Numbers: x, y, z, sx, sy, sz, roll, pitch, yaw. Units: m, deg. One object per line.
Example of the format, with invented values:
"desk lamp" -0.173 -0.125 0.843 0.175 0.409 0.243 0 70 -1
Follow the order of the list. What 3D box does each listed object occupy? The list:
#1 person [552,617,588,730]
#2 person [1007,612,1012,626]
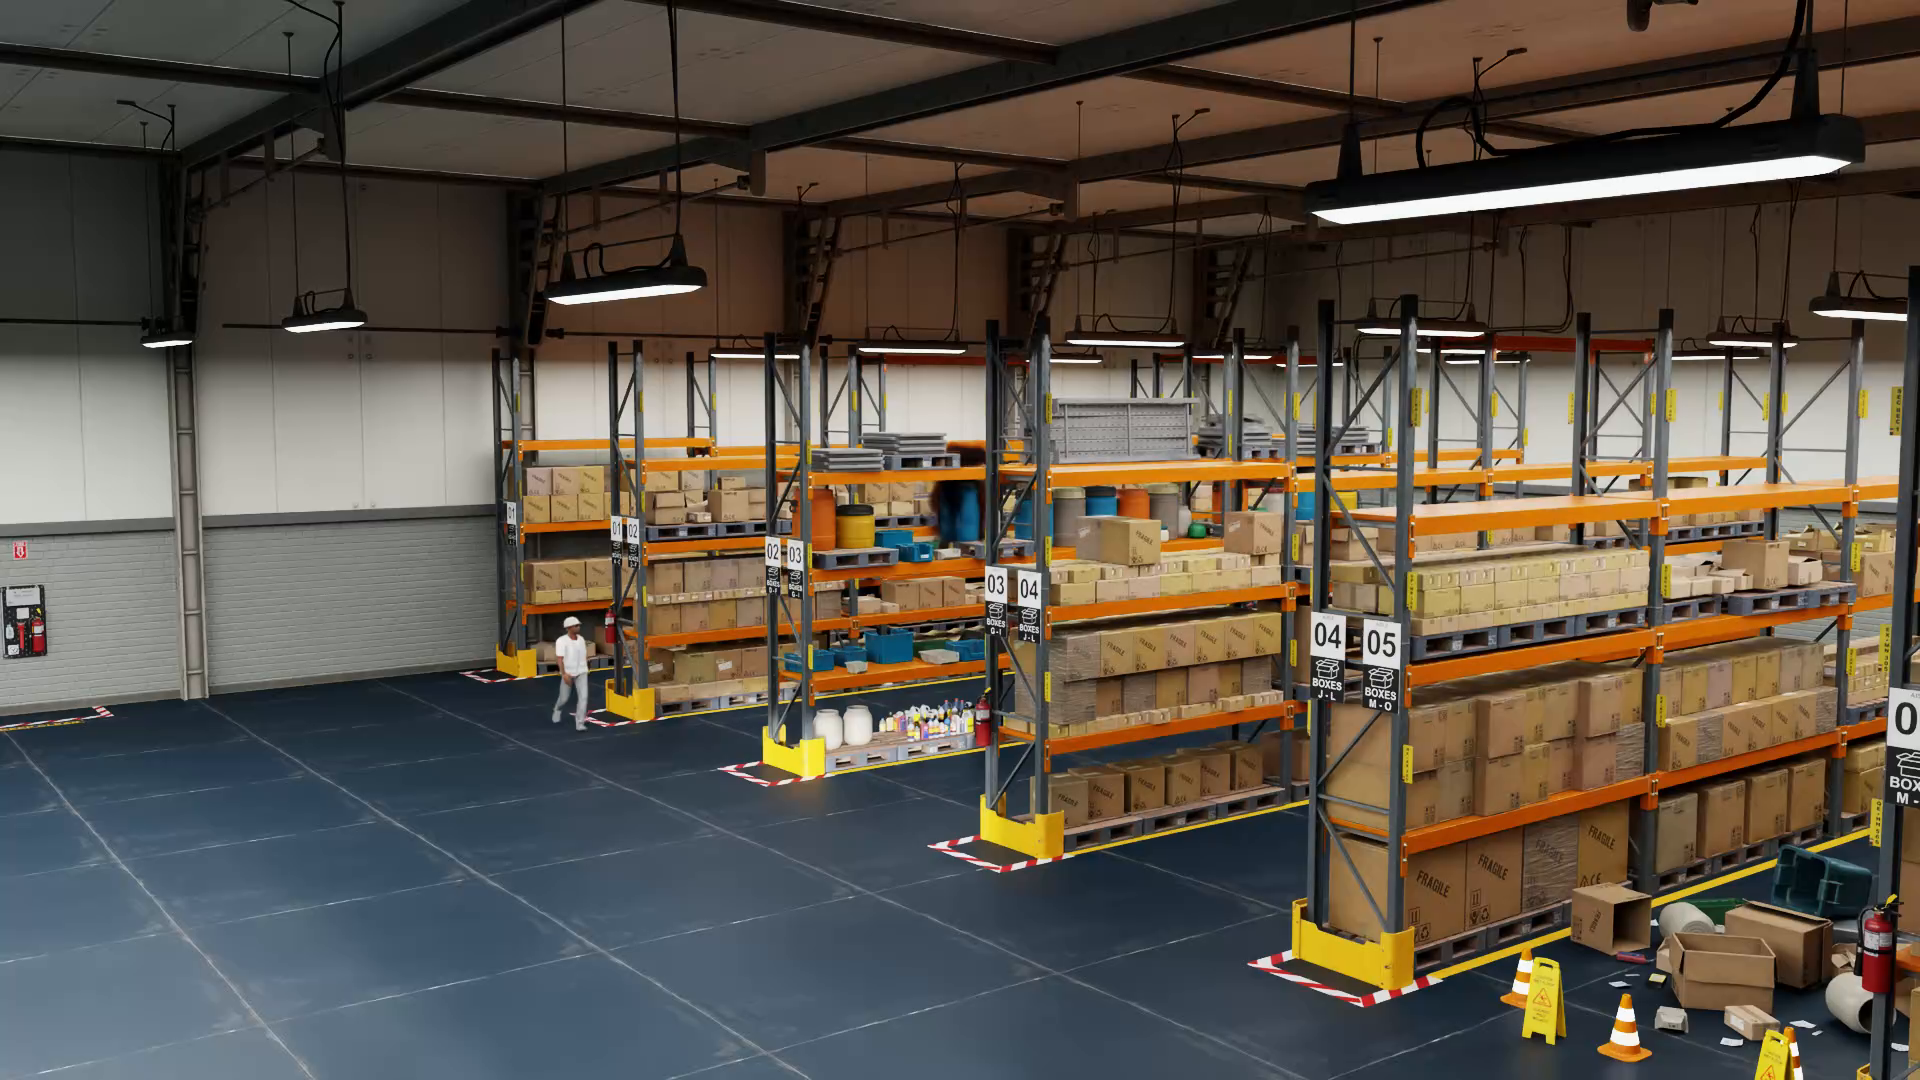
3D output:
"person" -5.995 2.041 25.656 0.540 1.730 0.879 -3 6 -29
"person" 0.953 1.242 34.651 1.088 1.724 0.581 -4 7 -40
